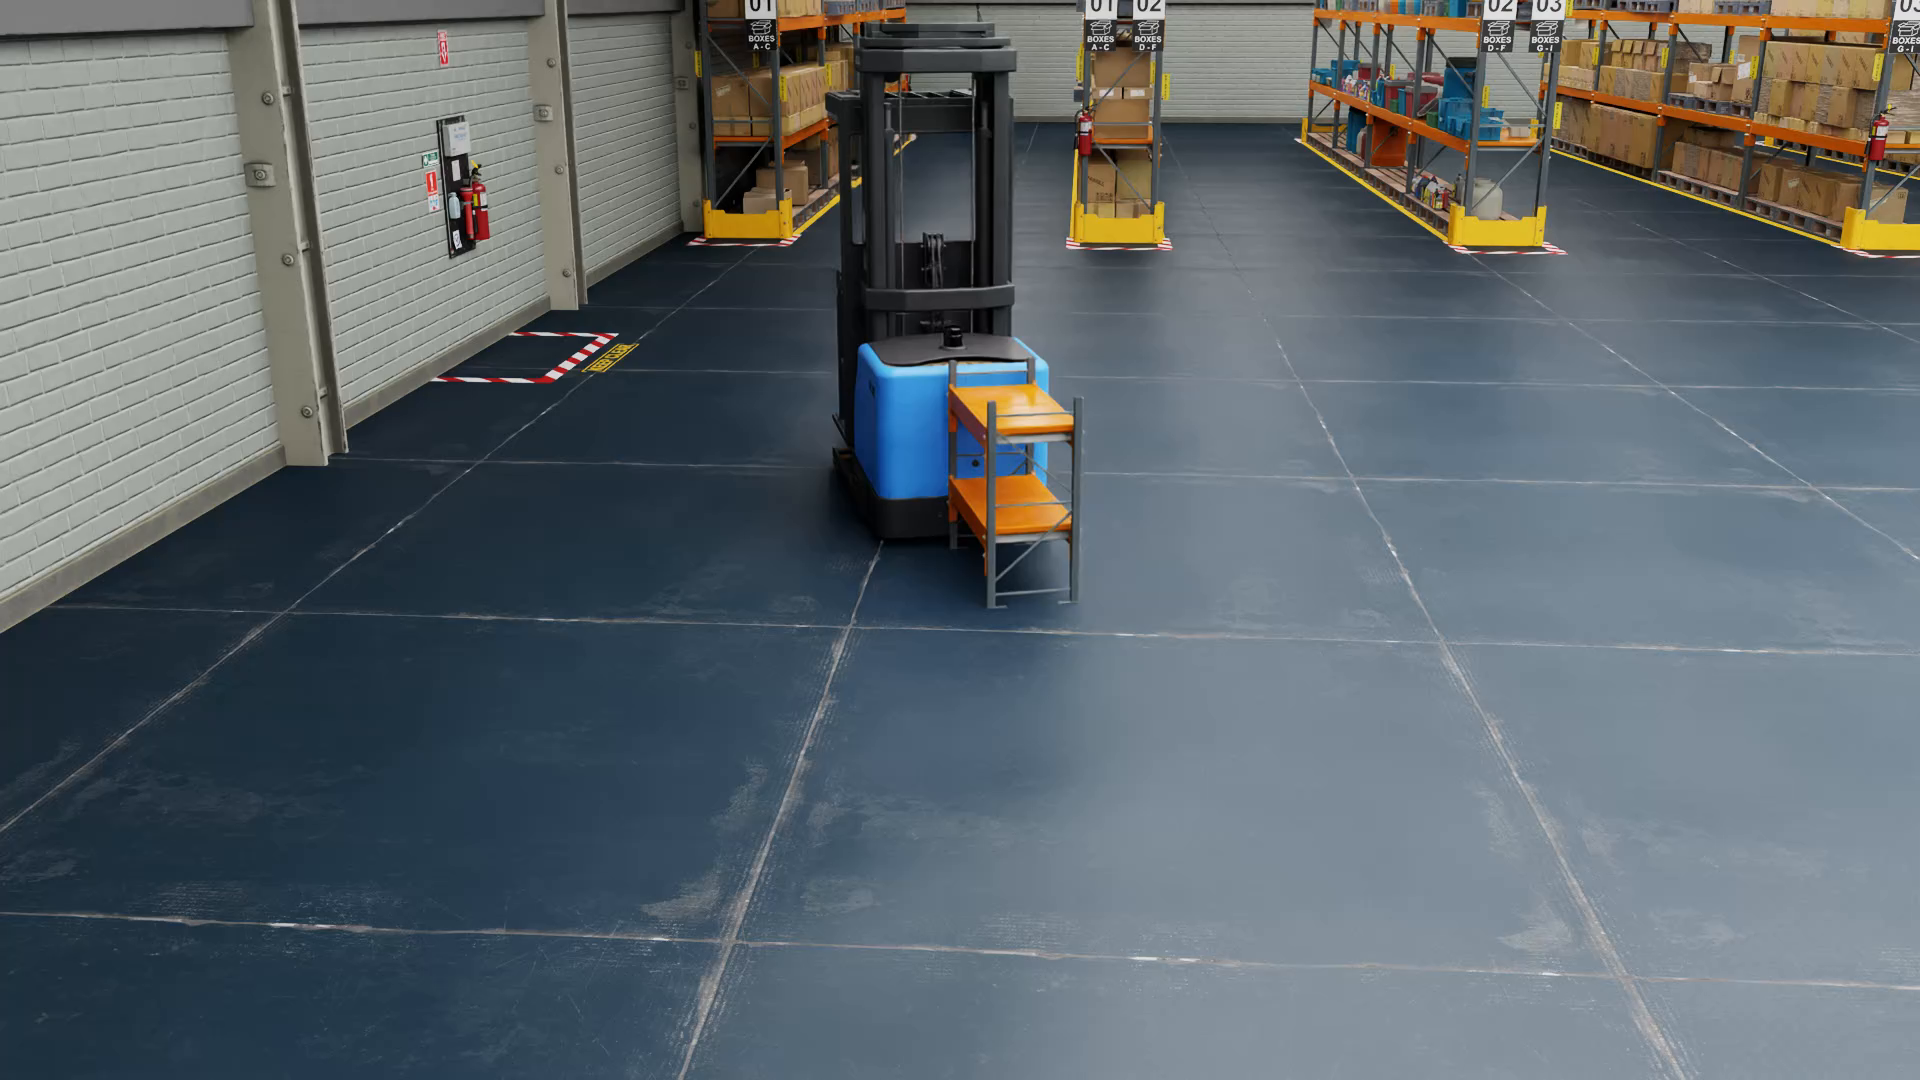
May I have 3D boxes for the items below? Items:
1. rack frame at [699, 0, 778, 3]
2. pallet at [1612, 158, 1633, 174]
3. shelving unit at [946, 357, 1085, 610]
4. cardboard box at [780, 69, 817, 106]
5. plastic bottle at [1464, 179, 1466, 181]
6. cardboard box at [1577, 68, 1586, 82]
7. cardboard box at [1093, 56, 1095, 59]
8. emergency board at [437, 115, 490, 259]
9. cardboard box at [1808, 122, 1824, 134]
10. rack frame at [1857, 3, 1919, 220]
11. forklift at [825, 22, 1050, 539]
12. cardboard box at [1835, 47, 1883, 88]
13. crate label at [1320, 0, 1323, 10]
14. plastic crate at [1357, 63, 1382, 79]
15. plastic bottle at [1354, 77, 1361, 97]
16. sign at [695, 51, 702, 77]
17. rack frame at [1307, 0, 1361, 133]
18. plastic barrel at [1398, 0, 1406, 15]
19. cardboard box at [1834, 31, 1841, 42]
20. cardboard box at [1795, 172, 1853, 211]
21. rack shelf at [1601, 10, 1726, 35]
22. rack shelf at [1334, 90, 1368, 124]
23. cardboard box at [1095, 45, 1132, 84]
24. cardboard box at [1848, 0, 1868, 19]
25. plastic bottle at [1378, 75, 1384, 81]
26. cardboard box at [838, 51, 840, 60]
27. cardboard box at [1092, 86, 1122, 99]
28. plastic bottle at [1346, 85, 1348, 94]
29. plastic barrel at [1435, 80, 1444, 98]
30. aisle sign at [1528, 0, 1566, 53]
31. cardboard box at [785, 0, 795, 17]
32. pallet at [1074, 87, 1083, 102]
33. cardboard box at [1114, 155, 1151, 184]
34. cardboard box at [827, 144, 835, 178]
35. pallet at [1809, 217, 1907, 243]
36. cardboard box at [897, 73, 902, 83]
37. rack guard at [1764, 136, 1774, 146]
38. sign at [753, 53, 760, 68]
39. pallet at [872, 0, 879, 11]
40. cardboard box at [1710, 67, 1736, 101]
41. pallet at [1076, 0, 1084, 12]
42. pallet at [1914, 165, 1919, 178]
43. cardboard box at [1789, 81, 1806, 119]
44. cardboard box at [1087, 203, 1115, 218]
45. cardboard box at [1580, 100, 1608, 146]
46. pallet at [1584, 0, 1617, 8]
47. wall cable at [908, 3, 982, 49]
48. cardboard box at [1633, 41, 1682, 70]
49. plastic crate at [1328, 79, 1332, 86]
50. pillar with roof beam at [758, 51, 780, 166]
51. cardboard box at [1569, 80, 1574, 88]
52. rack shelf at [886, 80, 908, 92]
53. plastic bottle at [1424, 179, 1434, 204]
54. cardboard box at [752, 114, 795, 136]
[{"bbox_3d":[-2.853,-8.343,20.933,1.000,3.000,0.127,1,18,4],"label":"rack frame"},{"bbox_3d":[12.764,-6.941,30.767,1.003,0.211,1.213,1,18,4],"label":"pallet"},{"bbox_3d":[0.284,-0.339,9.152,0.538,1.125,1.048,-4,18,-11],"label":"shelving unit"},{"bbox_3d":[-2.369,-6.564,24.143,0.500,0.500,0.500,1,18,2],"label":"cardboard box"},{"bbox_3d":[7.556,-5.257,24.697,0.144,0.351,0.185,1,18,2],"label":"plastic bottle"},{"bbox_3d":[12.633,-9.261,33.133,0.500,0.250,0.500,2,18,6],"label":"cardboard box"},{"bbox_3d":[2.883,-8.807,31.147,0.700,0.500,0.500,-3,18,-10],"label":"cardboard box"},{"bbox_3d":[-4.311,-3.099,14.563,0.194,1.169,0.643,1,18,4],"label":"emergency board"},{"bbox_3d":[11.786,-5.602,22.607,0.380,0.149,0.250,1,18,4],"label":"cardboard box"},{"bbox_3d":[11.969,-5.160,20.855,1.000,3.000,0.127,1,18,4],"label":"rack frame"},{"bbox_3d":[-0.258,-1.820,10.772,1.130,2.935,3.031,-4,18,-11],"label":"forklift"},{"bbox_3d":[11.792,-6.156,21.650,0.500,0.500,0.500,1,18,4],"label":"cardboard box"},{"bbox_3d":[7.787,-11.316,35.061,0.408,0.251,0.502,1,18,4],"label":"crate label"},{"bbox_3d":[8.203,-9.329,33.376,0.402,0.464,0.583,1,18,4],"label":"plastic crate"},{"bbox_3d":[7.363,-8.370,30.728,0.144,0.351,0.185,1,18,4],"label":"plastic bottle"},{"bbox_3d":[-3.405,-6.211,21.694,0.100,0.325,0.005,1,18,4],"label":"sign"},{"bbox_3d":[8.175,-10.240,36.358,1.000,3.000,0.127,1,18,4],"label":"rack frame"},{"bbox_3d":[7.229,-8.746,26.175,0.600,0.901,0.708,1,18,4],"label":"plastic barrel"},{"bbox_3d":[17.615,-9.881,33.016,0.500,0.500,0.500,2,18,5],"label":"cardboard box"},{"bbox_3d":[12.187,-4.919,23.456,0.500,0.500,0.500,0,18,-1],"label":"cardboard box"},{"bbox_3d":[12.685,-9.350,29.978,1.077,0.370,4.000,1,18,4],"label":"rack shelf"},{"bbox_3d":[7.745,-8.035,30.783,1.077,0.370,4.000,1,18,4],"label":"rack shelf"},{"bbox_3d":[2.170,-6.371,22.306,0.700,0.500,0.500,1,18,2],"label":"cardboard box"},{"bbox_3d":[11.783,-6.825,21.359,0.500,0.250,0.500,1,18,4],"label":"cardboard box"},{"bbox_3d":[7.992,-8.628,31.515,0.144,0.351,0.185,1,18,4],"label":"plastic bottle"},{"bbox_3d":[-2.274,-8.434,28.936,0.380,0.149,0.250,-1,18,-3],"label":"cardboard box"},{"bbox_3d":[1.925,-5.861,21.792,0.380,0.149,0.250,1,18,3],"label":"cardboard box"},{"bbox_3d":[7.407,-8.589,31.637,0.097,0.201,0.097,0,18,0],"label":"plastic bottle"},{"bbox_3d":[7.602,-6.870,25.854,0.433,0.535,0.433,0,18,0],"label":"plastic barrel"},{"bbox_3d":[7.315,-6.477,20.699,0.394,0.787,0.004,1,18,4],"label":"aisle sign"},{"bbox_3d":[-2.506,-7.239,22.188,0.500,0.500,0.500,2,18,8],"label":"cardboard box"},{"bbox_3d":[2.640,-7.988,29.793,1.213,0.211,1.003,1,18,4],"label":"pallet"},{"bbox_3d":[2.405,-5.105,23.221,0.500,0.500,0.500,1,18,4],"label":"cardboard box"},{"bbox_3d":[-2.466,-6.304,27.652,0.700,0.500,0.500,1,18,5],"label":"cardboard box"},{"bbox_3d":[12.068,-4.110,22.129,1.003,0.211,1.213,1,18,4],"label":"pallet"},{"bbox_3d":[-1.774,-10.219,35.811,0.980,0.700,0.700,1,18,3],"label":"cardboard box"},{"bbox_3d":[18.050,-8.776,35.904,1.175,0.500,0.348,1,18,4],"label":"rack guard"},{"bbox_3d":[-3.120,-7.296,25.512,0.100,0.325,0.005,1,18,4],"label":"sign"},{"bbox_3d":[-2.009,-10.268,31.931,0.805,0.209,1.217,1,18,2],"label":"pallet"},{"bbox_3d":[12.287,-7.192,26.214,0.797,0.503,0.637,3,18,10],"label":"cardboard box"},{"bbox_3d":[2.760,-9.923,30.873,1.213,0.211,1.003,1,18,4],"label":"pallet"},{"bbox_3d":[17.540,-6.421,29.178,1.003,0.211,1.213,1,18,4],"label":"pallet"},{"bbox_3d":[12.155,-6.141,23.210,0.875,0.500,0.500,1,18,4],"label":"cardboard box"},{"bbox_3d":[1.832,-4.449,22.424,0.500,0.250,0.500,1,18,4],"label":"cardboard box"},{"bbox_3d":[12.956,-8.280,33.114,0.875,0.875,0.875,1,18,4],"label":"cardboard box"},{"bbox_3d":[12.898,-10.525,32.550,1.003,0.211,1.213,1,18,4],"label":"pallet"},{"bbox_3d":[-0.944,-13.585,41.918,3.097,2.526,0.112,1,18,4],"label":"wall cable"},{"bbox_3d":[12.702,-8.807,30.211,0.797,0.503,0.637,2,18,6],"label":"cardboard box"},{"bbox_3d":[7.701,-9.249,33.679,0.437,0.125,0.590,1,18,4],"label":"plastic crate"},{"bbox_3d":[1.058,-10.347,27.049,9.100,9.000,0.400,1,18,4],"label":"pillar with roof beam"},{"bbox_3d":[12.616,-9.269,33.797,0.380,0.149,0.250,1,18,3],"label":"cardboard box"},{"bbox_3d":[-1.850,-9.498,35.249,1.077,0.370,4.000,1,18,4],"label":"rack shelf"},{"bbox_3d":[6.799,-5.032,24.009,0.144,0.351,0.185,1,18,3],"label":"plastic bottle"},{"bbox_3d":[-2.501,-5.575,22.328,0.500,0.250,0.500,1,18,2],"label":"cardboard box"}]
